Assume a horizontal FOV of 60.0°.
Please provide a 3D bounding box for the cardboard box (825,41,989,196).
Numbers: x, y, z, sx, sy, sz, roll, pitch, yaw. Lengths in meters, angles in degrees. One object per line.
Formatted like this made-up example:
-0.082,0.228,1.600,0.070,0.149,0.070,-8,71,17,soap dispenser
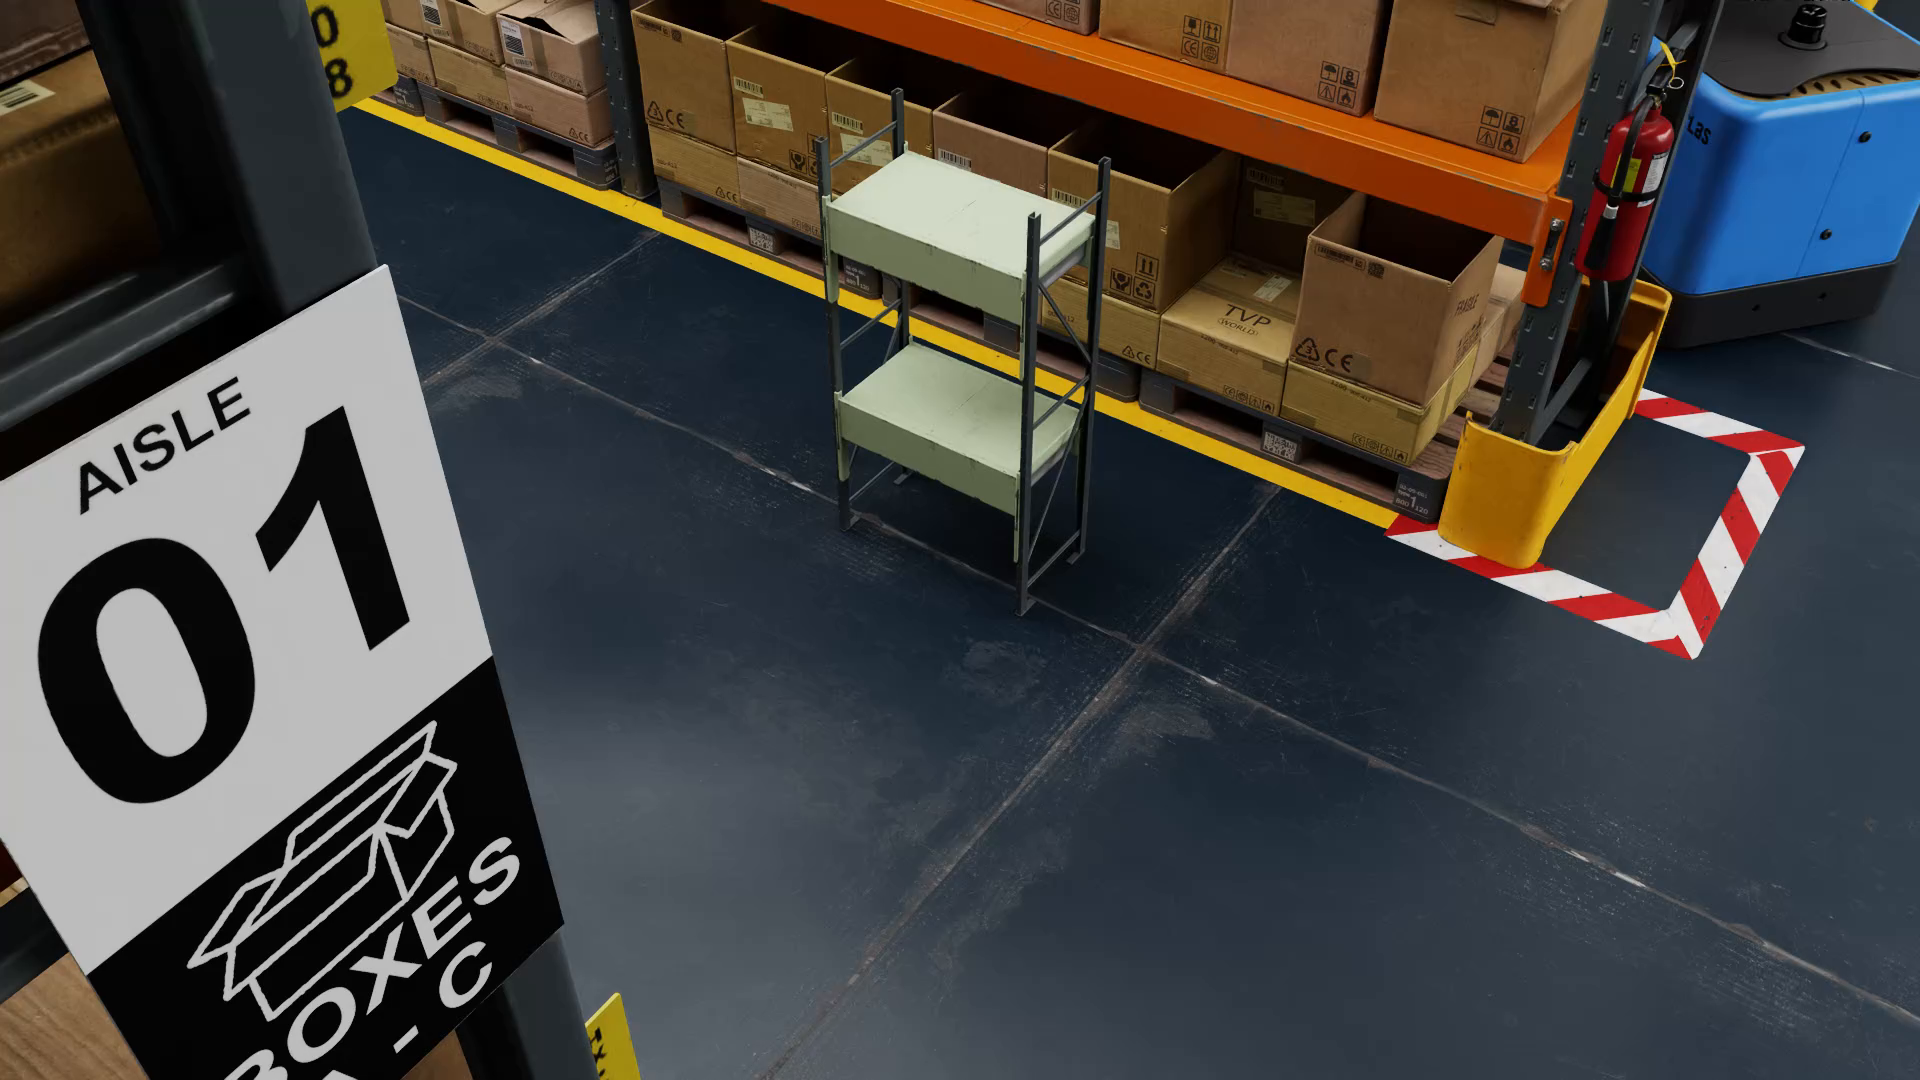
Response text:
-0.166,-1.606,6.480,0.500,0.500,0.500,25,48,25,cardboard box

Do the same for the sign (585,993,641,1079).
-0.439,0.692,2.078,0.005,0.325,0.100,25,48,25,sign

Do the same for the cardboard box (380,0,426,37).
-2.517,-2.654,7.793,0.500,0.311,0.500,25,47,25,cardboard box

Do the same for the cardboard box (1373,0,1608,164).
1.716,-1.618,5.233,0.500,0.500,0.700,25,48,25,cardboard box

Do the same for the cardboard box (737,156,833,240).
-0.572,-1.521,6.947,0.500,0.250,0.500,25,48,25,cardboard box

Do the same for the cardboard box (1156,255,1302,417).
1.066,-0.755,6.092,0.500,0.250,0.500,25,48,25,cardboard box

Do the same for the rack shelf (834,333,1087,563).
0.005,-0.313,5.464,0.720,0.370,0.431,25,48,25,rack shelf

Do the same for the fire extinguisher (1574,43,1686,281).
1.921,-1.067,4.751,0.183,0.674,0.296,25,48,25,fire extinguisher

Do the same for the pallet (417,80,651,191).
-1.810,-2.148,7.992,1.213,0.211,1.003,25,48,25,pallet

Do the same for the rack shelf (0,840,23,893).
-2.388,-0.304,2.131,4.000,0.370,1.077,25,48,25,rack shelf

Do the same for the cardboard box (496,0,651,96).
-1.680,-2.266,7.359,0.500,0.311,0.500,25,48,25,cardboard box

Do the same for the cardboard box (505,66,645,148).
-1.690,-2.059,7.548,0.500,0.250,0.500,25,47,25,cardboard box

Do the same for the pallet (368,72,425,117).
-2.813,-2.615,8.514,1.213,0.211,1.003,25,48,25,pallet

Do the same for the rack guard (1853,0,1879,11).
4.849,-3.169,8.917,0.348,0.500,1.175,25,48,25,rack guard

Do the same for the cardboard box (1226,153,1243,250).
0.952,-1.508,6.370,0.500,0.500,0.500,25,48,25,cardboard box

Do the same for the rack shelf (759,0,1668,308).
0.453,-1.892,6.155,4.000,0.370,1.077,25,48,25,rack shelf

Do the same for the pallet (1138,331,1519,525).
1.440,-0.626,6.291,1.213,0.211,1.003,25,48,25,pallet

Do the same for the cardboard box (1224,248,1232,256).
0.959,-1.234,6.627,0.500,0.250,0.500,25,48,25,cardboard box

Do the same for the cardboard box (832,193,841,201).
-0.166,-1.327,6.730,0.500,0.250,0.500,25,48,25,cardboard box

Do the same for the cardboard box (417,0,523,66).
-2.110,-2.461,7.578,0.500,0.311,0.500,26,48,26,cardboard box

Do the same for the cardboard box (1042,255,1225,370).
0.655,-0.946,6.305,0.500,0.250,0.500,25,48,25,cardboard box

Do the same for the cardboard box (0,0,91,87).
-0.927,-0.504,0.975,0.500,0.500,0.500,22,46,22,cardboard box

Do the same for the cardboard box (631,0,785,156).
-0.984,-1.989,6.908,0.500,0.500,0.500,25,48,25,cardboard box

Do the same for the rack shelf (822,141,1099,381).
0.005,-0.847,4.987,0.720,0.370,0.431,25,48,25,rack shelf

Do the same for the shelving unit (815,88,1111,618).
0.005,-0.556,5.247,0.755,1.500,0.431,25,48,25,shelving unit

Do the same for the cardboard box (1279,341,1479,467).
1.482,-0.571,5.885,0.500,0.250,0.500,25,48,25,cardboard box

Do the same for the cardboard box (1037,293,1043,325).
0.247,-1.138,6.520,0.500,0.250,0.500,25,48,25,cardboard box

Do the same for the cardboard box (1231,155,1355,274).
1.369,-1.323,6.164,0.500,0.500,0.500,25,48,25,cardboard box

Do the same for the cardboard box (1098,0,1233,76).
0.880,-2.009,5.671,0.500,0.500,0.700,25,48,26,cardboard box

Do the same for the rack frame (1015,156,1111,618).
0.305,-0.416,5.090,0.023,1.500,0.400,25,48,25,rack frame

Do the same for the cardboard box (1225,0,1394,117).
1.283,-1.816,5.455,0.500,0.500,0.700,26,48,26,cardboard box

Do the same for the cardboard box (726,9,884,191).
-0.571,-1.802,6.699,0.500,0.500,0.500,25,48,25,cardboard box

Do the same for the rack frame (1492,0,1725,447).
2.091,-1.395,5.059,0.127,3.000,1.000,25,48,25,rack frame

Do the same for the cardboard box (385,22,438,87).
-2.522,-2.449,7.984,0.500,0.250,0.500,26,48,26,cardboard box

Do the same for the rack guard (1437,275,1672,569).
2.110,-0.454,5.883,0.348,0.500,1.175,25,48,25,rack guard

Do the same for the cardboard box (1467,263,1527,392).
1.779,-0.853,6.201,0.500,0.250,0.500,25,48,25,cardboard box

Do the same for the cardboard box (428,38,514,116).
-2.103,-2.253,7.766,0.500,0.250,0.500,24,47,25,cardboard box

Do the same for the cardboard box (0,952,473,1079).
-0.969,0.733,2.216,0.500,0.500,0.500,25,48,25,cardboard box

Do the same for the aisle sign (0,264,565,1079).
-0.519,0.206,1.321,0.004,0.787,0.394,25,48,25,aisle sign

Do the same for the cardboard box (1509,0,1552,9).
1.668,-1.716,4.857,0.250,0.149,0.380,24,47,25,cardboard box

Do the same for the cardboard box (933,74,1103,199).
0.245,-1.416,6.268,0.500,0.500,0.500,25,48,25,cardboard box

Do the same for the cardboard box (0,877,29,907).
-1.368,0.539,2.434,0.500,0.500,0.500,25,48,25,cardboard box

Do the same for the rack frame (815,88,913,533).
-0.294,-0.697,5.404,0.023,1.500,0.400,25,48,25,rack frame

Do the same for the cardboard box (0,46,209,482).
-0.881,-0.116,1.291,0.500,0.500,0.500,26,48,26,cardboard box

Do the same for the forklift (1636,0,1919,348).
2.820,-2.834,6.719,1.130,2.935,3.031,-10,43,-11,forklift

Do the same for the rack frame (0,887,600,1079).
-0.751,1.311,2.035,0.127,3.000,1.000,25,48,25,rack frame

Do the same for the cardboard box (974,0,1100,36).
0.447,-2.209,5.894,0.500,0.500,0.700,27,48,27,cardboard box

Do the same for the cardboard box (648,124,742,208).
-0.979,-1.715,7.164,0.500,0.250,0.500,25,48,25,cardboard box

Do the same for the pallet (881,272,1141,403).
0.446,-1.093,6.813,1.213,0.211,1.003,25,48,25,pallet

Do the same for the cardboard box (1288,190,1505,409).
1.481,-0.849,5.634,0.500,0.500,0.500,25,48,25,cardboard box

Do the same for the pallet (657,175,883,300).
-0.557,-1.560,7.335,1.213,0.211,1.003,25,48,25,pallet

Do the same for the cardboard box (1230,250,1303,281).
1.368,-1.043,6.413,0.500,0.250,0.500,25,48,25,cardboard box

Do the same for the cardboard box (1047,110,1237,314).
0.654,-1.224,6.053,0.500,0.500,0.500,25,48,25,cardboard box

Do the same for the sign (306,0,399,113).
-0.439,-0.429,1.075,0.005,0.325,0.100,25,48,25,sign

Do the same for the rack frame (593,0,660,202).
-1.184,-2.926,6.771,0.127,3.000,1.000,25,48,25,rack frame
